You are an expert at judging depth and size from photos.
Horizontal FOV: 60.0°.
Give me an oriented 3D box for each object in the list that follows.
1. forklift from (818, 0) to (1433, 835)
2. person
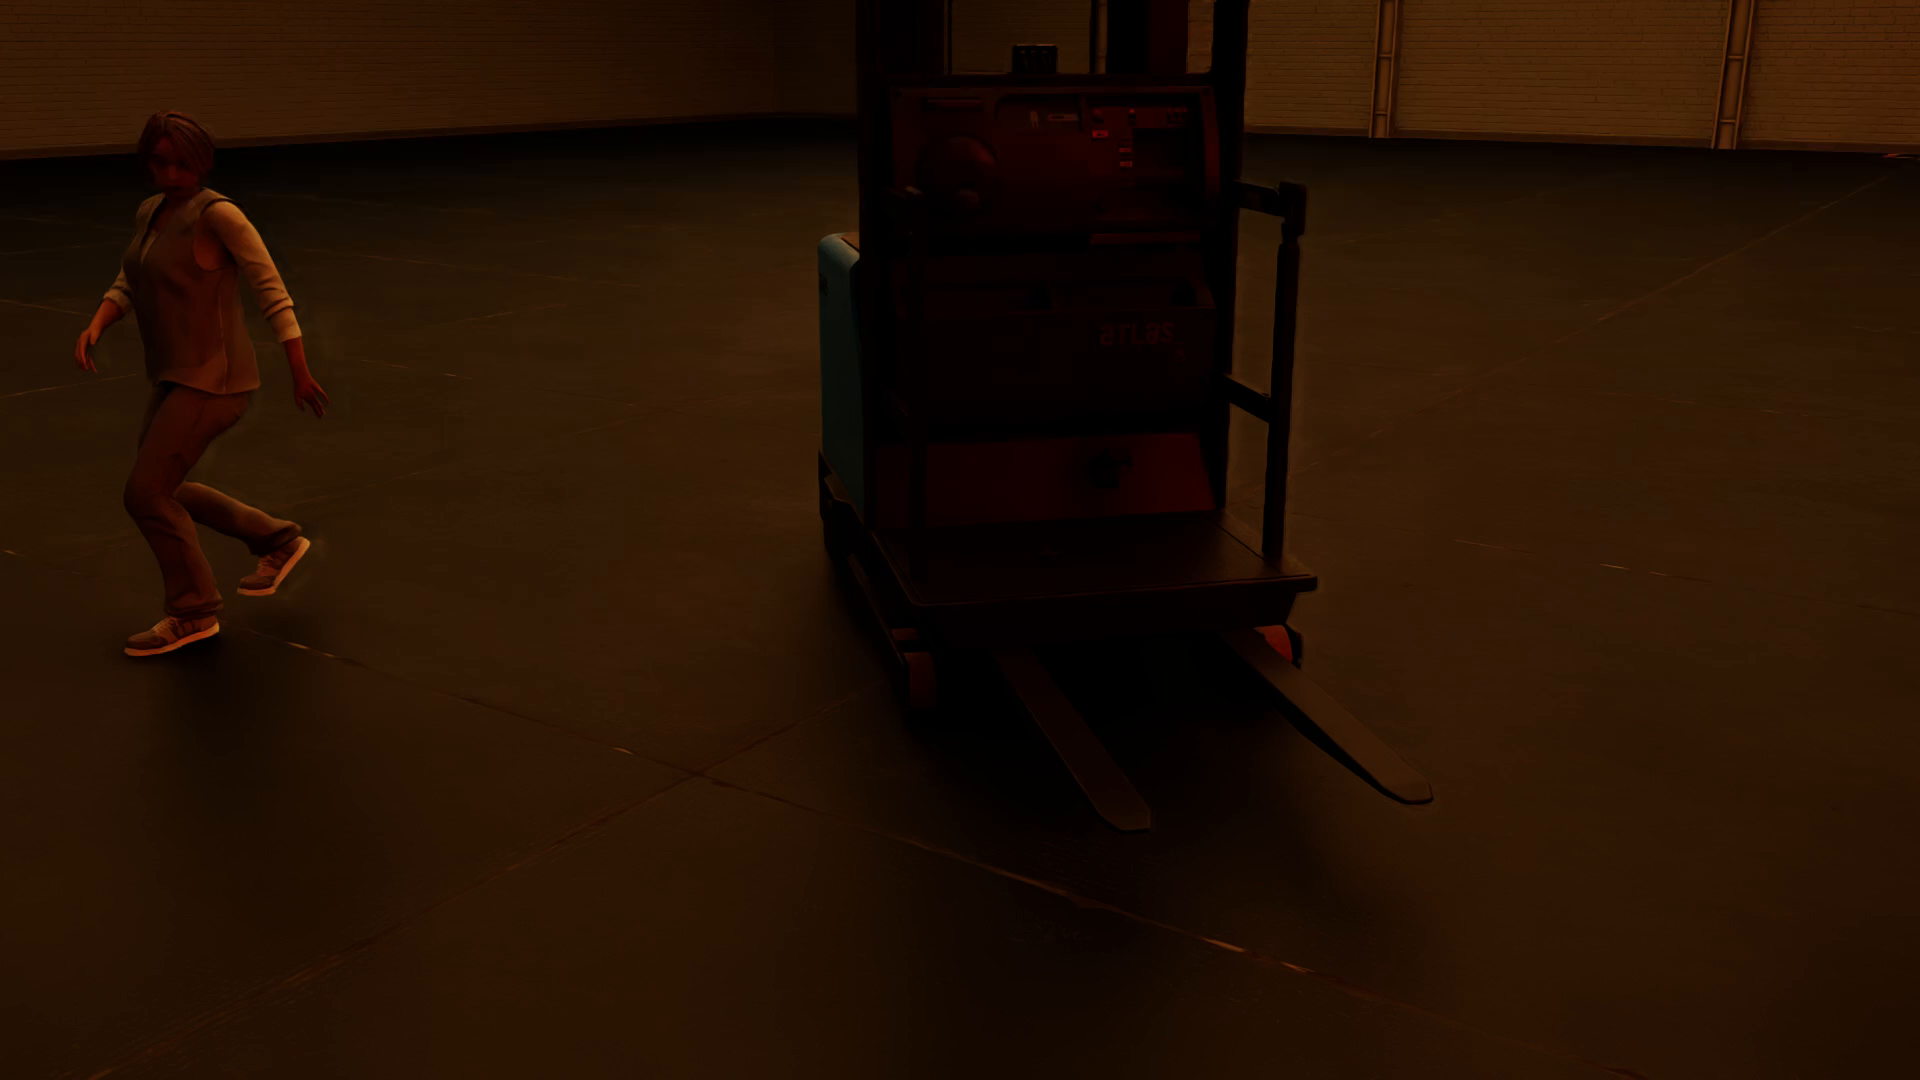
[{"bbox_3d":[0.314,-1.063,4.386,1.130,2.935,3.031,-4,17,-12],"label":"forklift"},{"bbox_3d":[-2.196,-0.447,4.791,0.615,1.539,0.529,-13,21,-38],"label":"person"}]
